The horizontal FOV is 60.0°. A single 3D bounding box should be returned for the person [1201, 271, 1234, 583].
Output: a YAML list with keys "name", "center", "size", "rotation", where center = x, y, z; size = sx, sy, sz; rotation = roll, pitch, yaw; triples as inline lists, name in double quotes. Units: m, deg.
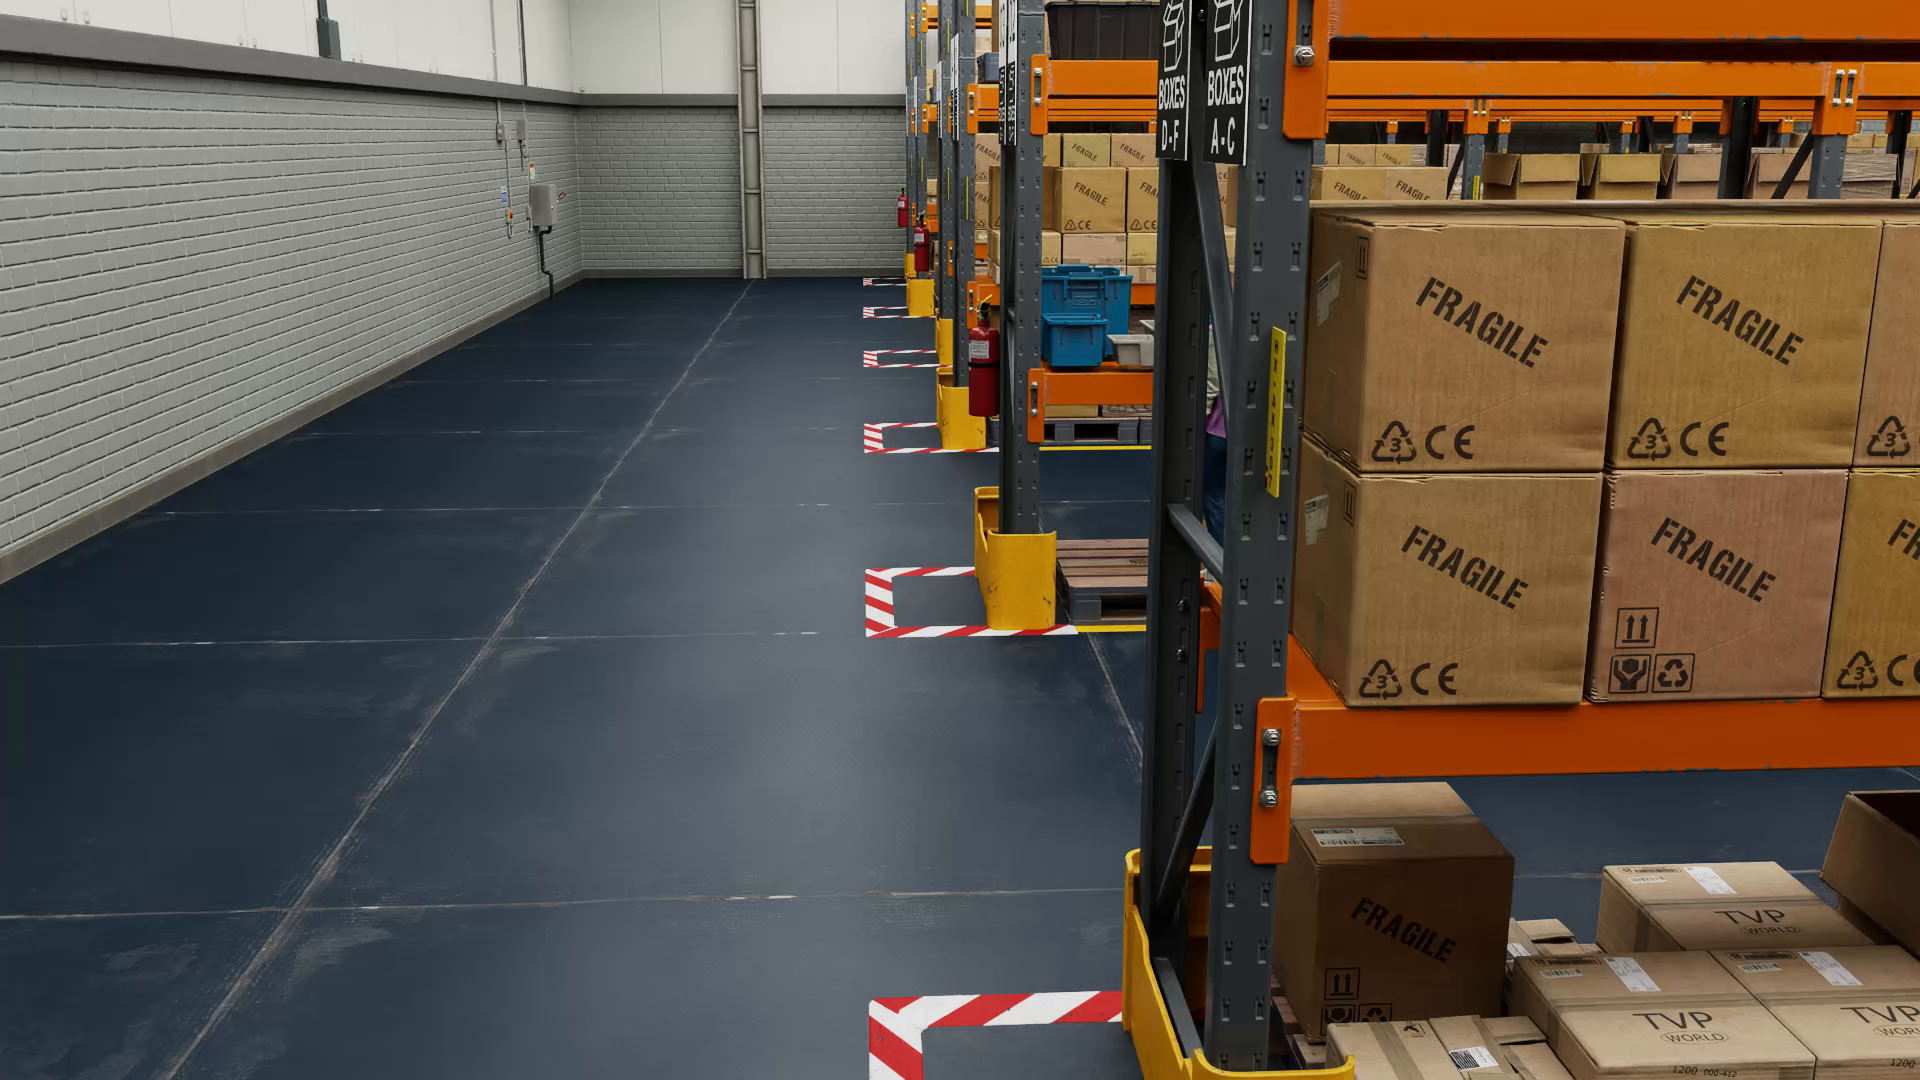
- name: "person"
  center: [1.370, -0.545, 8.362]
  size: [0.486, 1.594, 0.341]
  rotation: [-9, 16, -33]
